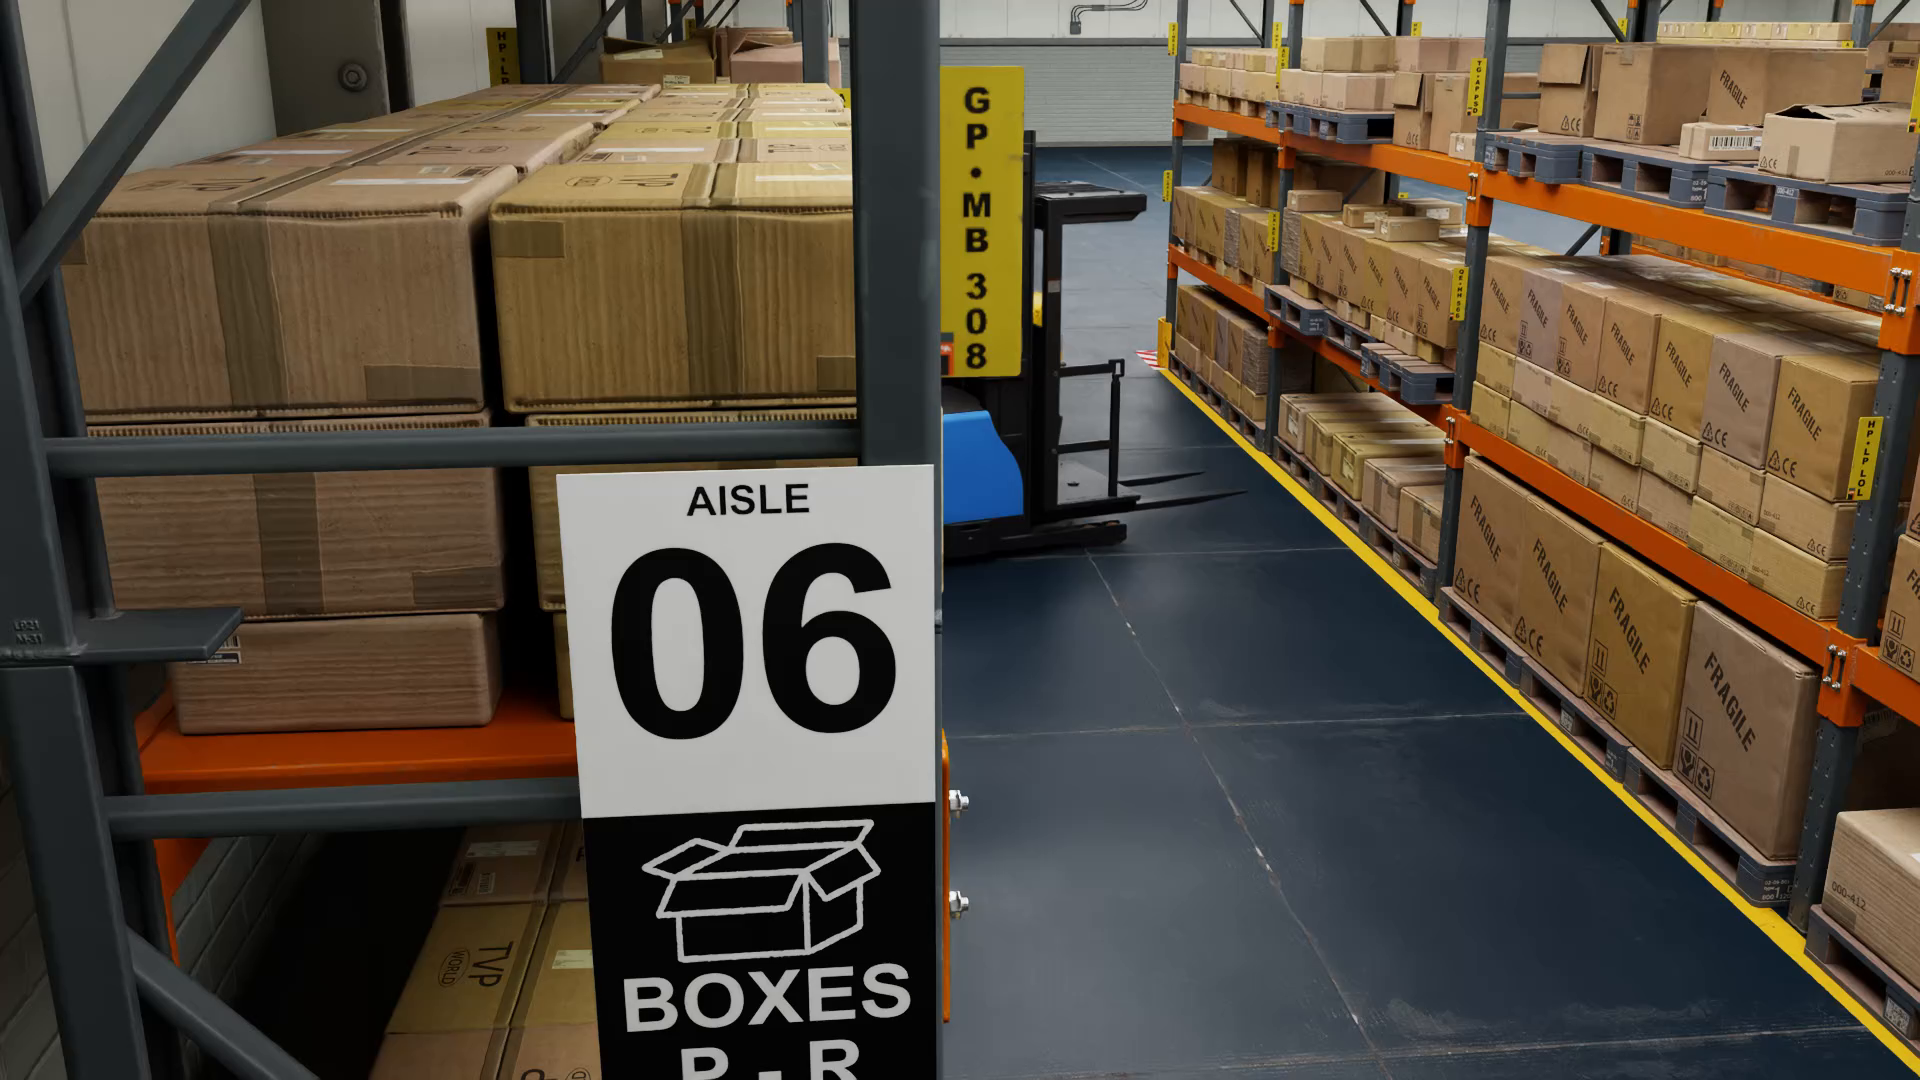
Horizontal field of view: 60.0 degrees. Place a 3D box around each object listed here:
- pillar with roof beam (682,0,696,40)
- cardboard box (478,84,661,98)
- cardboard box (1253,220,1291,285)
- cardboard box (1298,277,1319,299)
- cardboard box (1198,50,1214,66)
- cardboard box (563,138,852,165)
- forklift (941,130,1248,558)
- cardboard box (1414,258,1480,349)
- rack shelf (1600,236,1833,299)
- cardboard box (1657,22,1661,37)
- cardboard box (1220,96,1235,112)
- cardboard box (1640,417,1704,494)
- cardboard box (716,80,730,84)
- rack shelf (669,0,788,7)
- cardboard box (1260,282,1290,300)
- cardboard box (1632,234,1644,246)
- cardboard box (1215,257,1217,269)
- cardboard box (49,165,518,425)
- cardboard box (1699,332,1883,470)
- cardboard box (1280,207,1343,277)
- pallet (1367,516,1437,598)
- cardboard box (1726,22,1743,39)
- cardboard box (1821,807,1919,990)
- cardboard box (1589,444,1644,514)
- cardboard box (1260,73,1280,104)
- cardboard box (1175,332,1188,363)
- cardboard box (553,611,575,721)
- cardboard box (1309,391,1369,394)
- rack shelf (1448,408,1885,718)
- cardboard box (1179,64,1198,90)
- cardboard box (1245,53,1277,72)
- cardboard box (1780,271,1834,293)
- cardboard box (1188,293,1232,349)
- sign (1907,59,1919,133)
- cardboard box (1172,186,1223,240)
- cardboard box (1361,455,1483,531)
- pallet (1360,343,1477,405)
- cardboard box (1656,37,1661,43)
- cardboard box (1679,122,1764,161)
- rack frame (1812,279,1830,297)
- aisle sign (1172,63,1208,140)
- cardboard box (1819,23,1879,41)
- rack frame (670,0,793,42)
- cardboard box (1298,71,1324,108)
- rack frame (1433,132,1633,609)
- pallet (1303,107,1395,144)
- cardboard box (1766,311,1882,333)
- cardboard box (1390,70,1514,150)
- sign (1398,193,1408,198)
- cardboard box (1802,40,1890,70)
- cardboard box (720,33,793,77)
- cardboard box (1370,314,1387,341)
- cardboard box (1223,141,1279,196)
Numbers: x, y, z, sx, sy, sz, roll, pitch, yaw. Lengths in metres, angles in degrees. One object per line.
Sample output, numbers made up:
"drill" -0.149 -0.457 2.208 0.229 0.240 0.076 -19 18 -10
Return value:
"pillar with roof beam" 0.665 -7.783 21.946 9.100 9.000 0.400 -2 18 -6
"cardboard box" -1.168 -1.244 5.044 0.500 0.250 0.500 -2 18 -6
"cardboard box" 2.883 -2.513 14.510 0.500 0.500 0.500 -2 18 -7
"cardboard box" 2.936 -2.030 13.354 0.380 0.149 0.250 -1 17 -5
"cardboard box" 2.555 -4.742 16.353 0.380 0.149 0.250 -2 18 -6
"cardboard box" -0.353 -0.501 2.676 0.500 0.250 0.500 -2 18 -6
"forklift" 0.664 -1.476 11.984 3.031 2.935 1.130 -7 19 -22
"cardboard box" 3.265 -1.524 10.658 0.500 0.500 0.500 -2 18 -7
"rack shelf" 7.883 -2.634 16.761 1.077 0.370 4.000 -2 18 -6
"cardboard box" 7.419 -5.329 17.356 0.380 0.149 0.250 -2 18 -5
"cardboard box" 2.679 -4.131 15.738 0.380 0.149 0.250 -2 18 -7
"cardboard box" 3.595 -0.409 7.887 0.500 0.250 0.500 -1 17 -4
"cardboard box" -1.035 -2.214 8.303 0.380 0.149 0.250 -2 18 -6
"rack shelf" -1.967 -4.968 14.847 1.077 0.370 4.000 -2 18 -6
"cardboard box" 2.840 -2.165 14.485 0.380 0.149 0.250 -2 18 -6
"cardboard box" 7.760 -3.536 18.181 0.875 0.550 0.550 -2 18 -6
"cardboard box" 2.705 -2.697 16.180 0.380 0.149 0.250 -2 18 -7
"cardboard box" -0.847 -0.333 2.140 0.500 0.250 0.500 -2 18 -7
"cardboard box" 3.644 -0.619 7.305 0.500 0.500 0.500 -1 17 -5
"cardboard box" 2.939 -2.440 13.577 0.500 0.500 0.500 -1 17 -4
"pallet" 3.509 0.091 11.536 1.003 0.211 1.213 -2 18 -6
"cardboard box" 7.577 -4.873 15.903 0.380 0.149 0.250 -2 17 -5
"cardboard box" 3.959 1.397 6.295 0.875 0.438 0.875 -2 18 -6
"cardboard box" 3.562 -0.326 8.458 0.500 0.250 0.500 -2 18 -6
"cardboard box" 2.862 -3.824 14.095 0.500 0.250 0.500 -2 18 -6
"cardboard box" 2.571 -2.030 17.525 0.500 0.250 0.500 -2 18 -6
"cardboard box" -0.325 0.118 2.206 0.380 0.149 0.250 -1 17 -4
"cardboard box" 3.384 -1.271 15.108 0.500 0.250 0.500 -3 18 -8
"rack shelf" 3.795 -0.068 8.586 1.077 0.370 4.000 -2 18 -6
"cardboard box" 2.550 -4.734 16.994 0.500 0.250 0.500 -2 18 -7
"cardboard box" 2.728 -4.207 14.649 0.380 0.149 0.250 -1 17 -4
"cardboard box" 8.039 -2.563 15.082 0.875 0.550 0.550 -2 18 -6
"cardboard box" 2.633 -2.225 16.894 0.500 0.500 0.500 -2 18 -8
"sign" 3.462 -1.623 5.944 0.100 0.325 0.005 -2 18 -6
"cardboard box" 2.536 -3.430 17.432 0.500 0.500 0.500 -2 18 -6
"cardboard box" 3.456 -0.342 11.944 0.950 0.372 0.625 -2 18 -7
"pallet" 3.409 -1.124 11.071 1.213 0.211 1.003 -2 18 -6
"cardboard box" 7.471 -5.171 17.519 0.500 0.250 0.500 -2 18 -6
"cardboard box" 3.657 -1.894 7.883 0.380 0.166 0.250 0 17 -1
"rack frame" 8.089 -2.382 14.755 1.000 3.000 0.127 -2 18 -6
"aisle sign" 2.449 -4.640 17.607 0.394 0.787 0.004 -2 18 -6
"cardboard box" 7.734 -4.421 14.462 0.380 0.149 0.250 -2 18 -6
"rack frame" -1.761 -4.906 12.782 1.000 3.000 0.127 -2 18 -6
"cardboard box" 2.891 -3.421 12.607 0.500 0.250 0.500 -2 18 -6
"rack frame" 3.588 -1.007 10.376 1.000 3.000 0.127 -2 18 -6
"pallet" 3.244 -3.044 12.171 1.213 0.211 1.003 -2 18 -6
"cardboard box" 4.112 -0.780 7.818 0.500 0.500 0.500 -2 18 -7
"cardboard box" 3.403 -2.941 11.356 0.797 0.503 0.637 -2 18 -6
"sign" 3.728 -2.769 14.057 0.100 0.325 0.005 -2 18 -6
"cardboard box" 7.783 -4.270 14.648 0.500 0.250 0.500 -2 18 -6
"cardboard box" -1.181 -2.803 10.054 0.500 0.500 0.500 -2 18 -5
"cardboard box" 3.090 -1.486 11.621 0.380 0.149 0.250 -1 17 -5
"cardboard box" 3.078 -3.761 16.815 0.700 0.500 0.500 -2 18 -5
